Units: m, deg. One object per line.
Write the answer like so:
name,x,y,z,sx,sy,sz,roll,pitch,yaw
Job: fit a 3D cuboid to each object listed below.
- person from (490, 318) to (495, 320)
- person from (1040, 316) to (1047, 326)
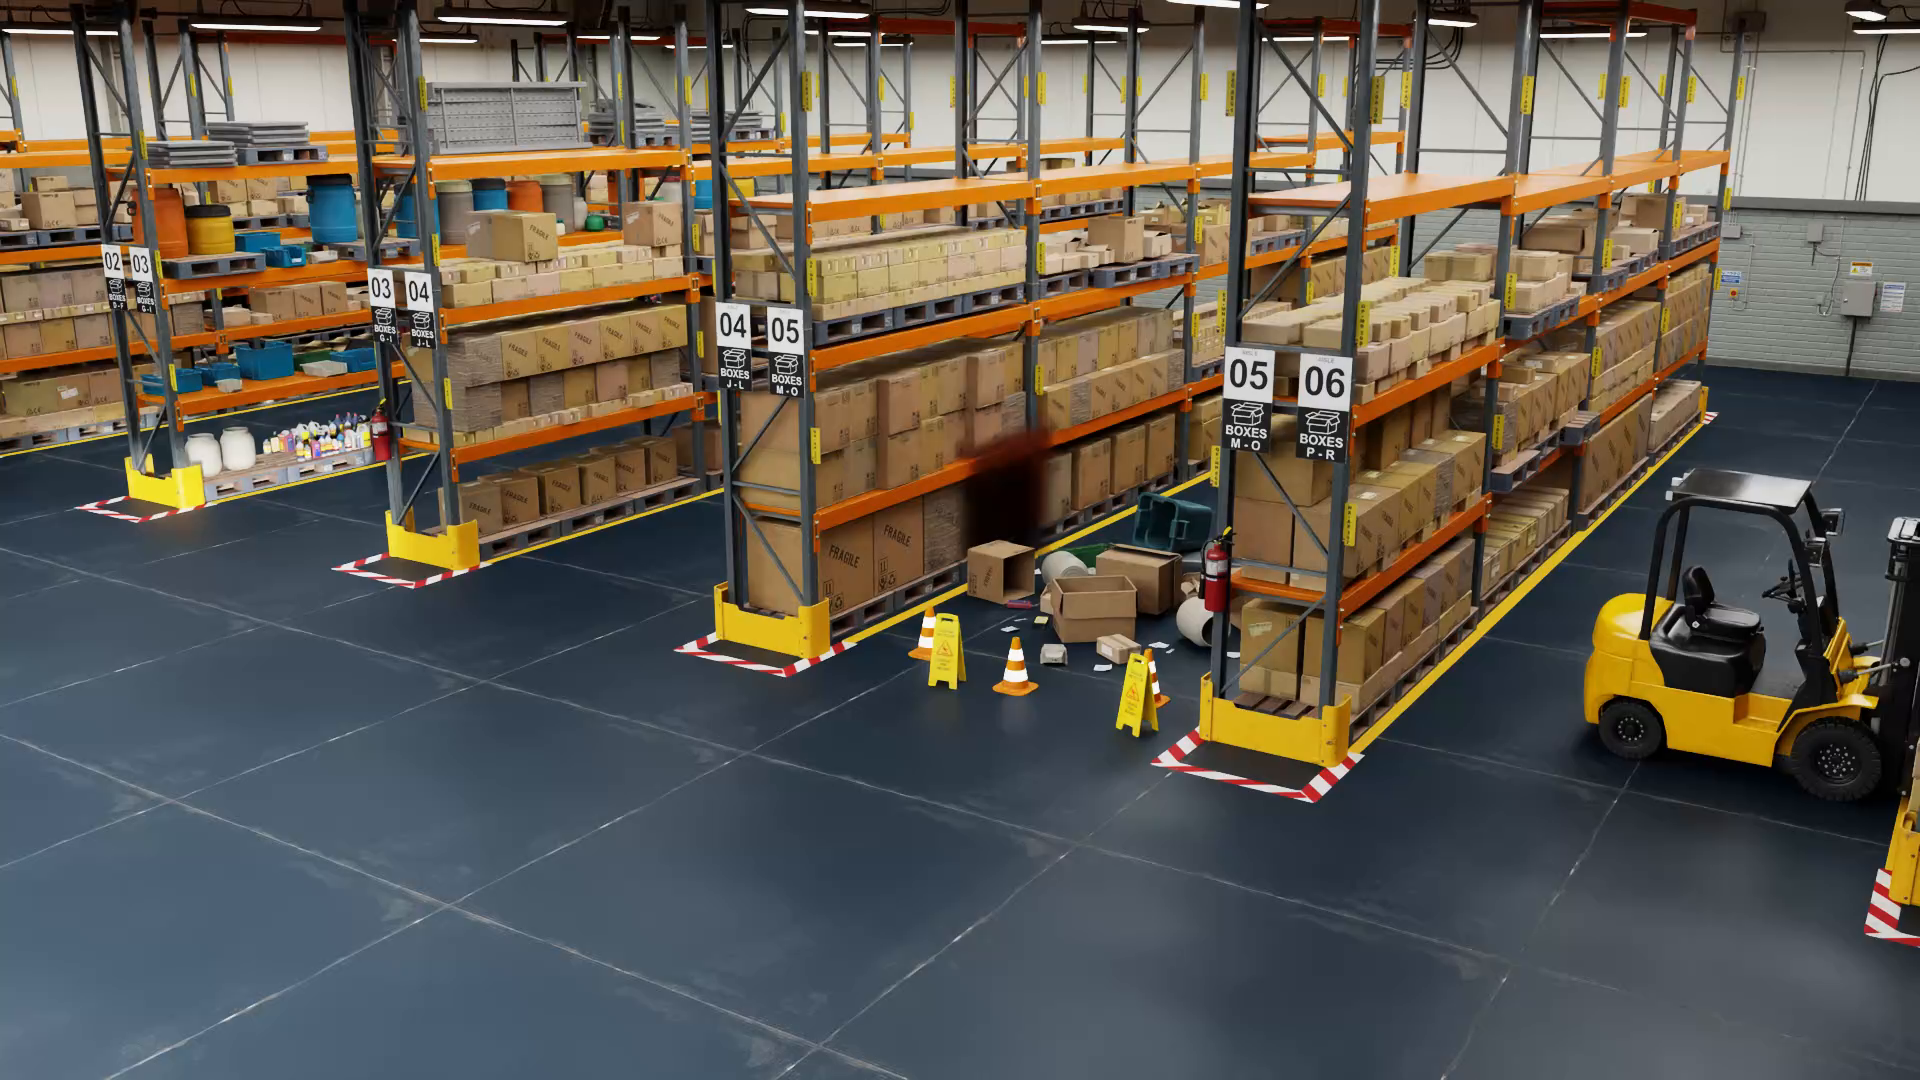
person,-7.266,-2.963,26.515,0.590,1.781,0.512,2,16,9
person,1.269,-2.687,25.836,0.494,1.592,1.058,9,18,29
